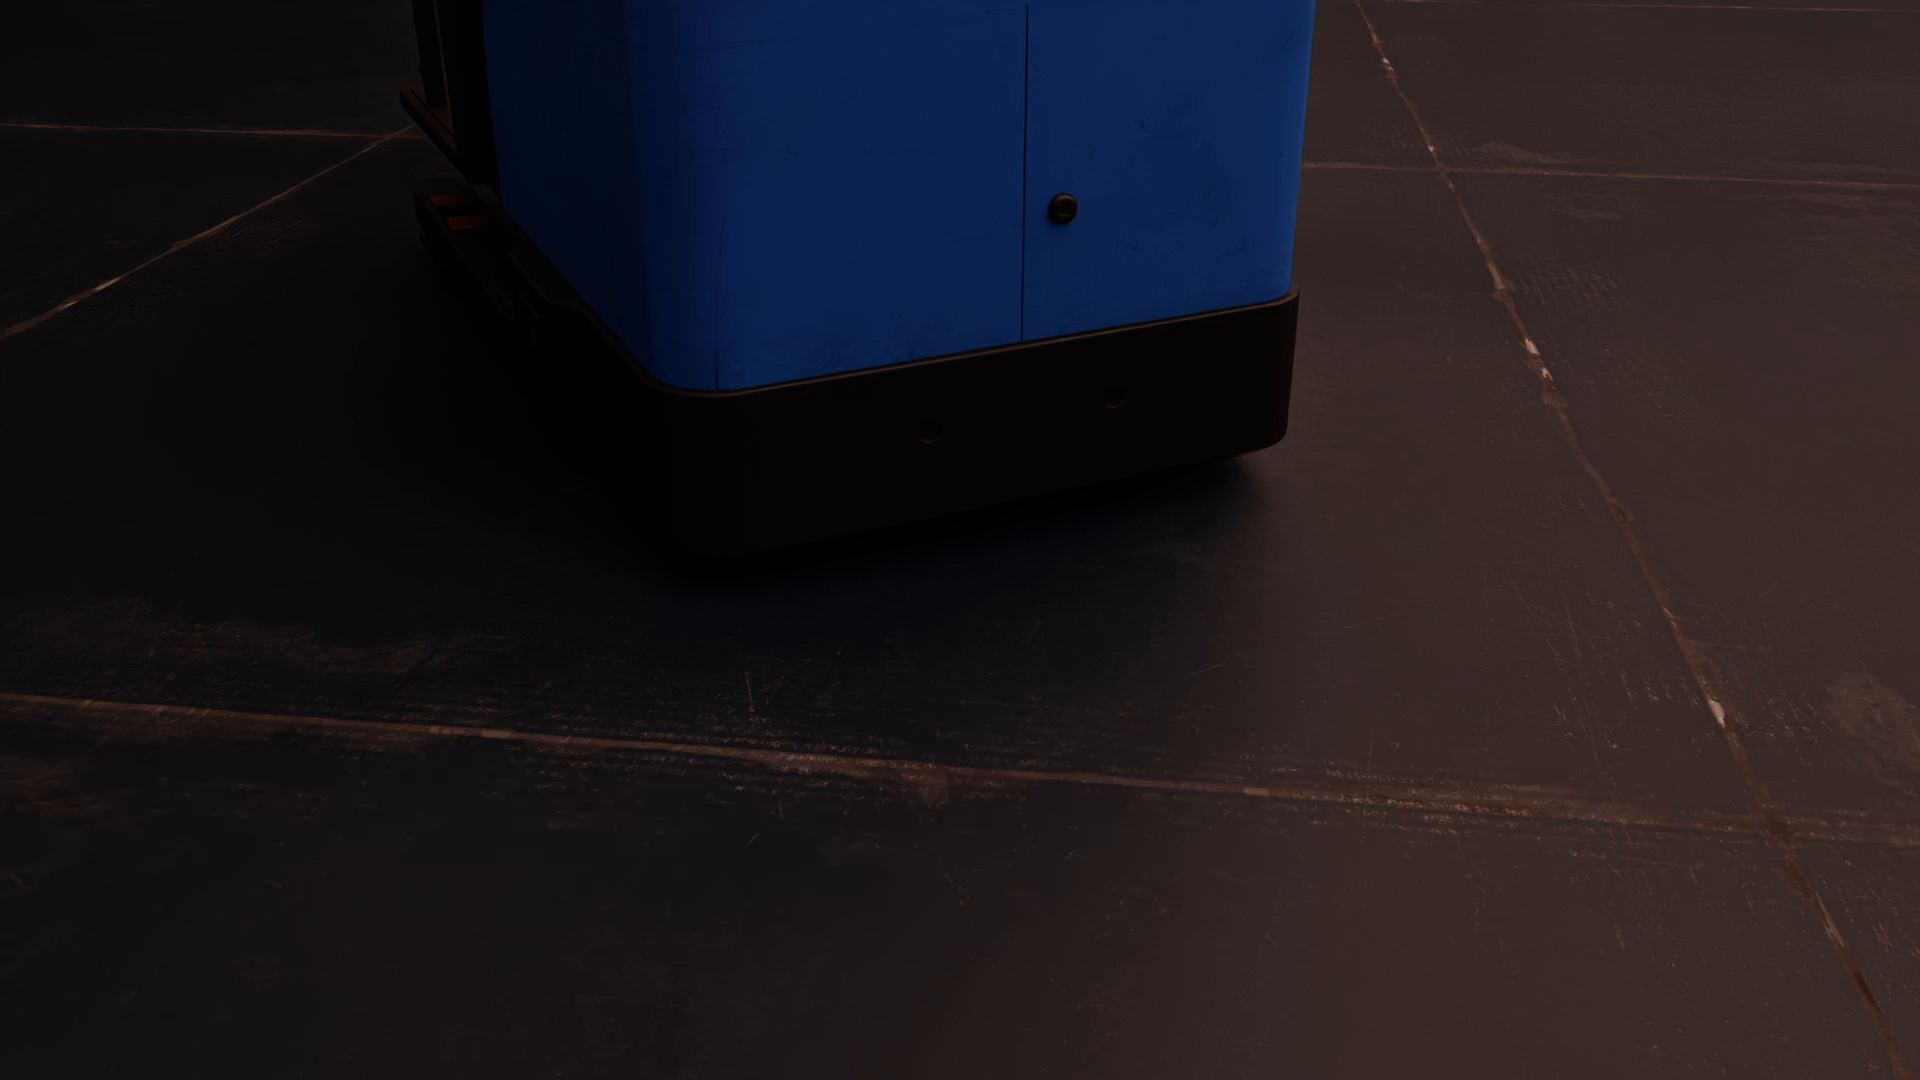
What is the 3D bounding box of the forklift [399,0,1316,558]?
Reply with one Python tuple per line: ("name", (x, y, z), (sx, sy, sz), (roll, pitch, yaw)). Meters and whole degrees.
("forklift", (-0.564, -1.916, 3.058), (1.130, 2.935, 3.031), (-12, 29, -23))
